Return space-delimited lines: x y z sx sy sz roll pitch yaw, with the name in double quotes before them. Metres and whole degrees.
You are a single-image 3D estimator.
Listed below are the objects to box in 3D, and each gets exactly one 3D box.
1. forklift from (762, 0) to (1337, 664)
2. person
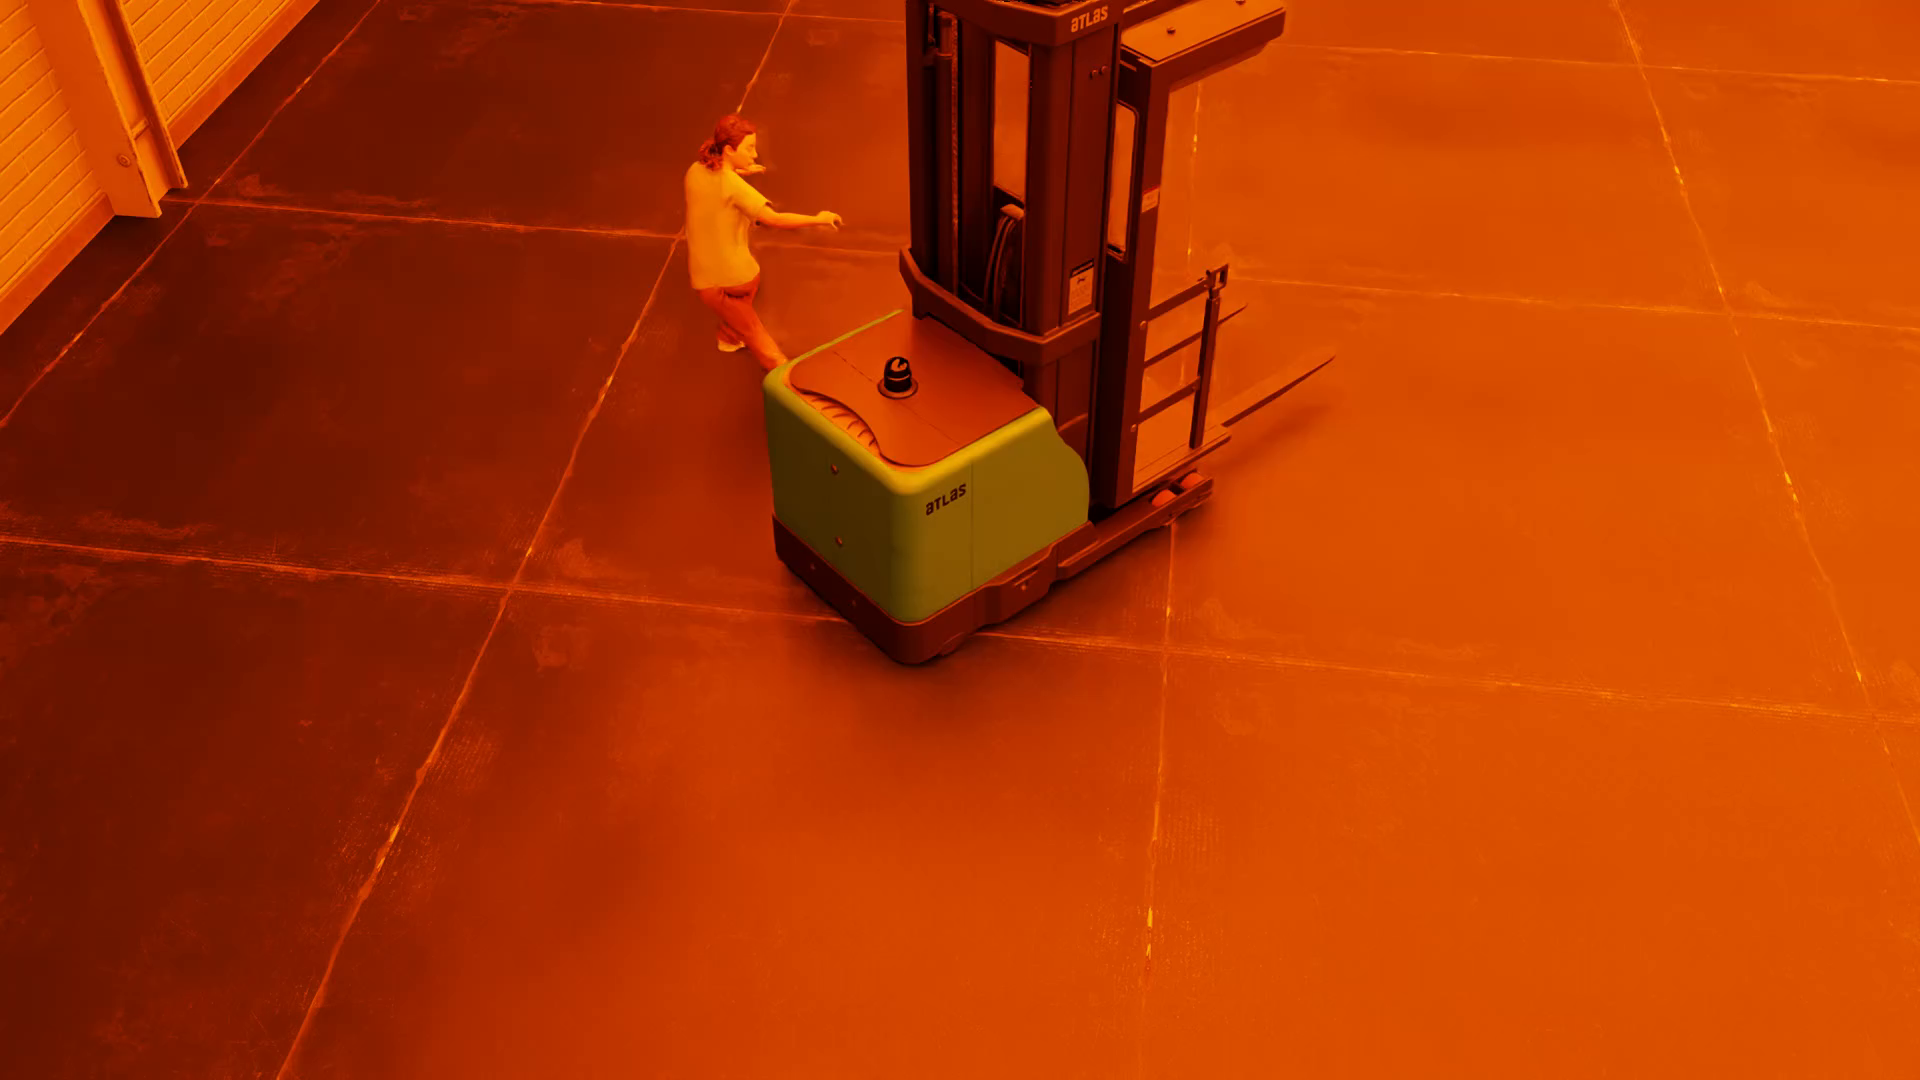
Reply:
"forklift" 0.589 -1.395 7.243 3.031 2.935 1.130 -30 50 -29
"person" -0.974 -1.443 8.422 0.829 1.459 1.036 6 43 6
